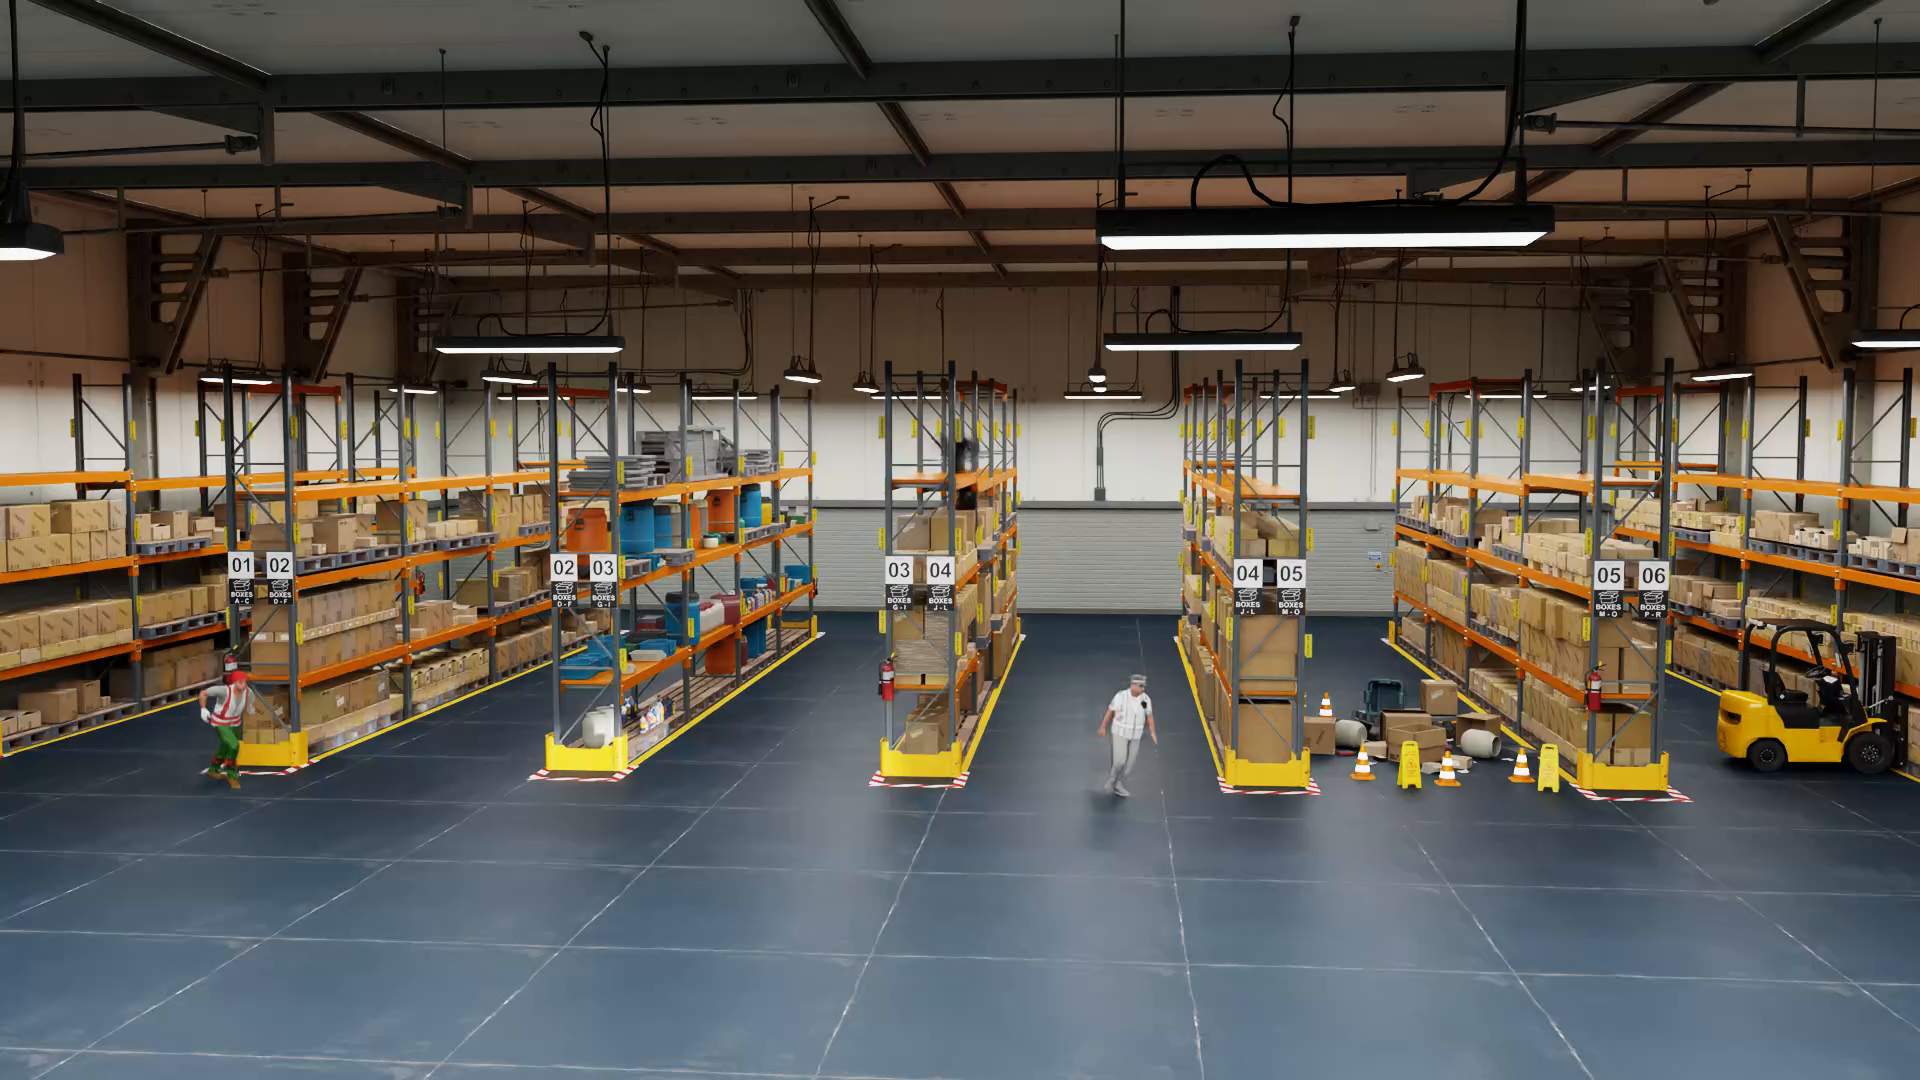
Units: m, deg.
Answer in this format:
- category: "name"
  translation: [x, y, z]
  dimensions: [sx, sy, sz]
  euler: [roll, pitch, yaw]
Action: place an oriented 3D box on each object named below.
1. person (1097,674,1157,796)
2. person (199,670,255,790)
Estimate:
- category: "person"
  translation: [2.303, 2.663, 22.669]
  dimensions: [0.674, 1.701, 0.632]
  euler: [-2, 4, -22]
- category: "person"
  translation: [-10.306, 2.658, 23.320]
  dimensions: [1.003, 1.716, 0.714]
  euler: [3, 5, 35]
